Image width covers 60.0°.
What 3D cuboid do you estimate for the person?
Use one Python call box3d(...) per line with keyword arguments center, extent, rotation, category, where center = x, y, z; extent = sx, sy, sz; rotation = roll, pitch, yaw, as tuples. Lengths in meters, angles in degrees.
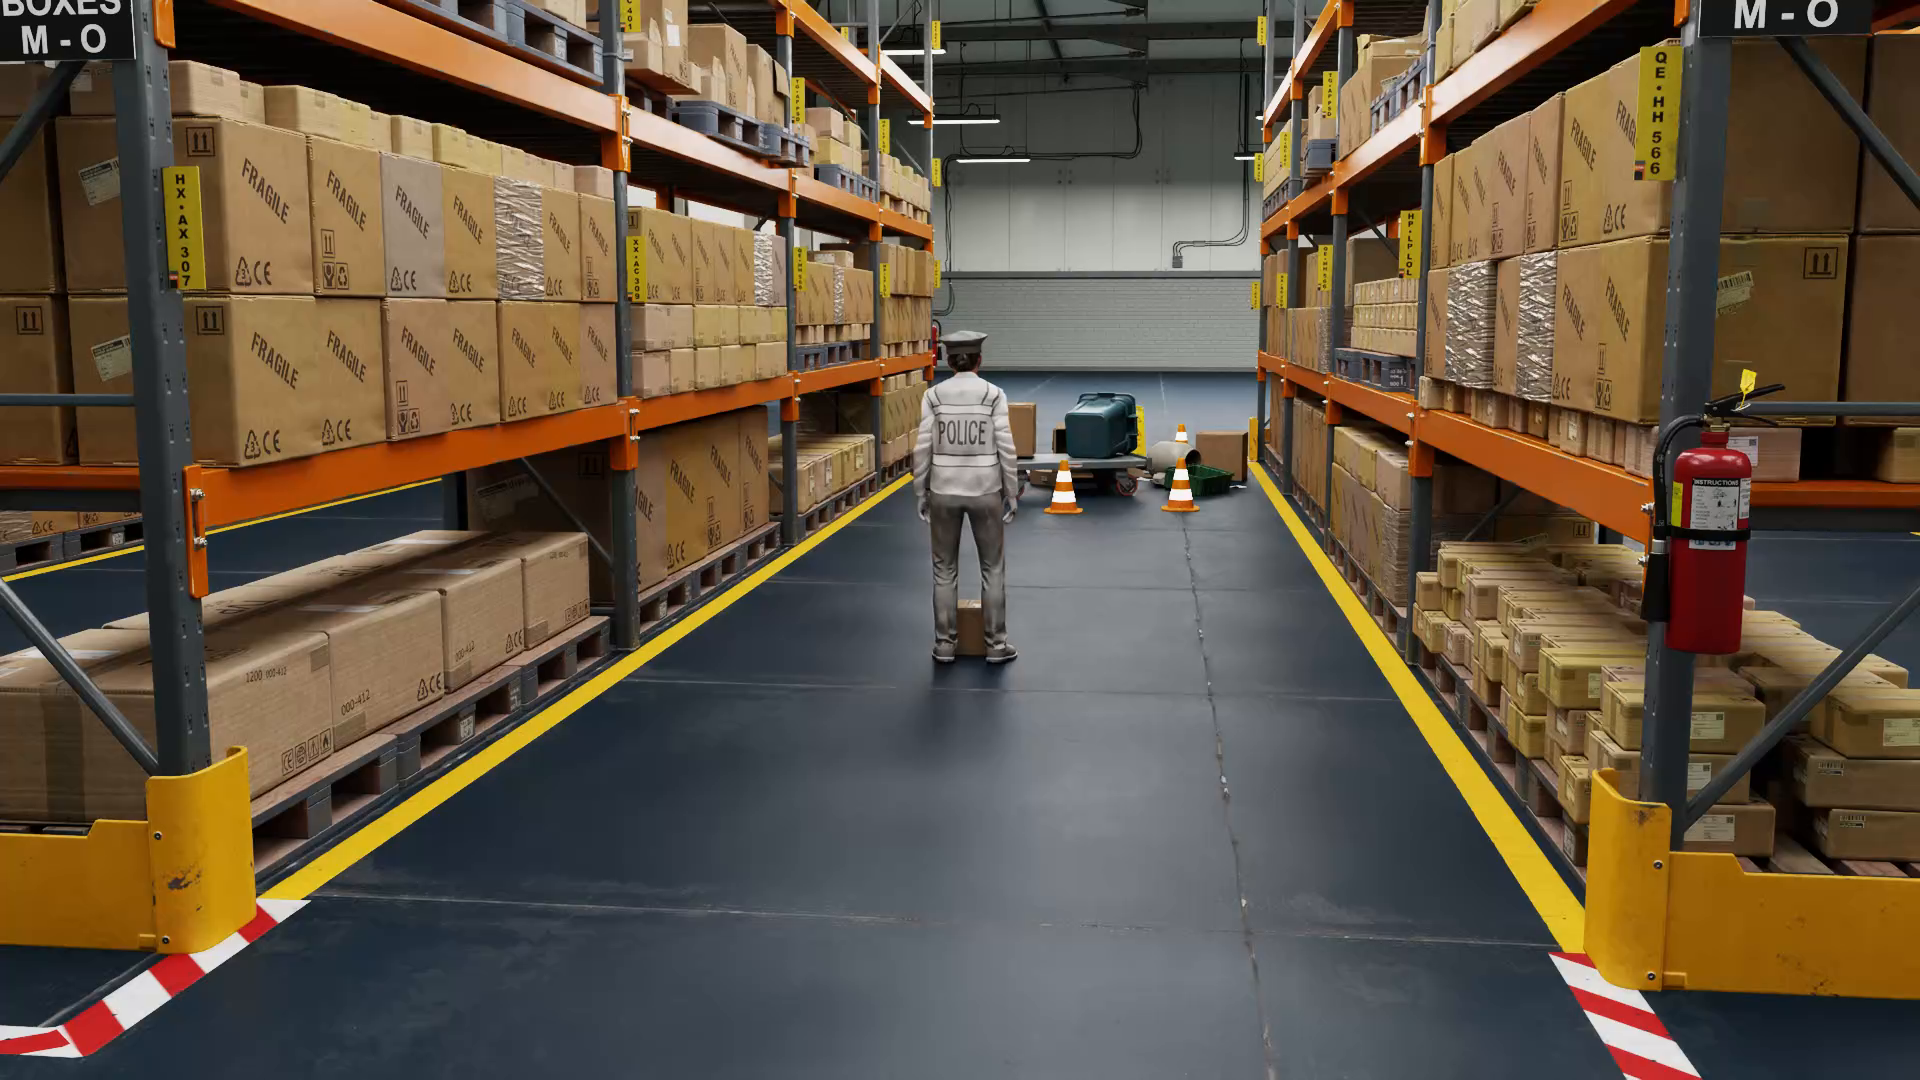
box3d(center=(0.031, -0.212, 8.353), extent=(0.530, 1.663, 0.372), rotation=(1, 8, 7), category="person")
